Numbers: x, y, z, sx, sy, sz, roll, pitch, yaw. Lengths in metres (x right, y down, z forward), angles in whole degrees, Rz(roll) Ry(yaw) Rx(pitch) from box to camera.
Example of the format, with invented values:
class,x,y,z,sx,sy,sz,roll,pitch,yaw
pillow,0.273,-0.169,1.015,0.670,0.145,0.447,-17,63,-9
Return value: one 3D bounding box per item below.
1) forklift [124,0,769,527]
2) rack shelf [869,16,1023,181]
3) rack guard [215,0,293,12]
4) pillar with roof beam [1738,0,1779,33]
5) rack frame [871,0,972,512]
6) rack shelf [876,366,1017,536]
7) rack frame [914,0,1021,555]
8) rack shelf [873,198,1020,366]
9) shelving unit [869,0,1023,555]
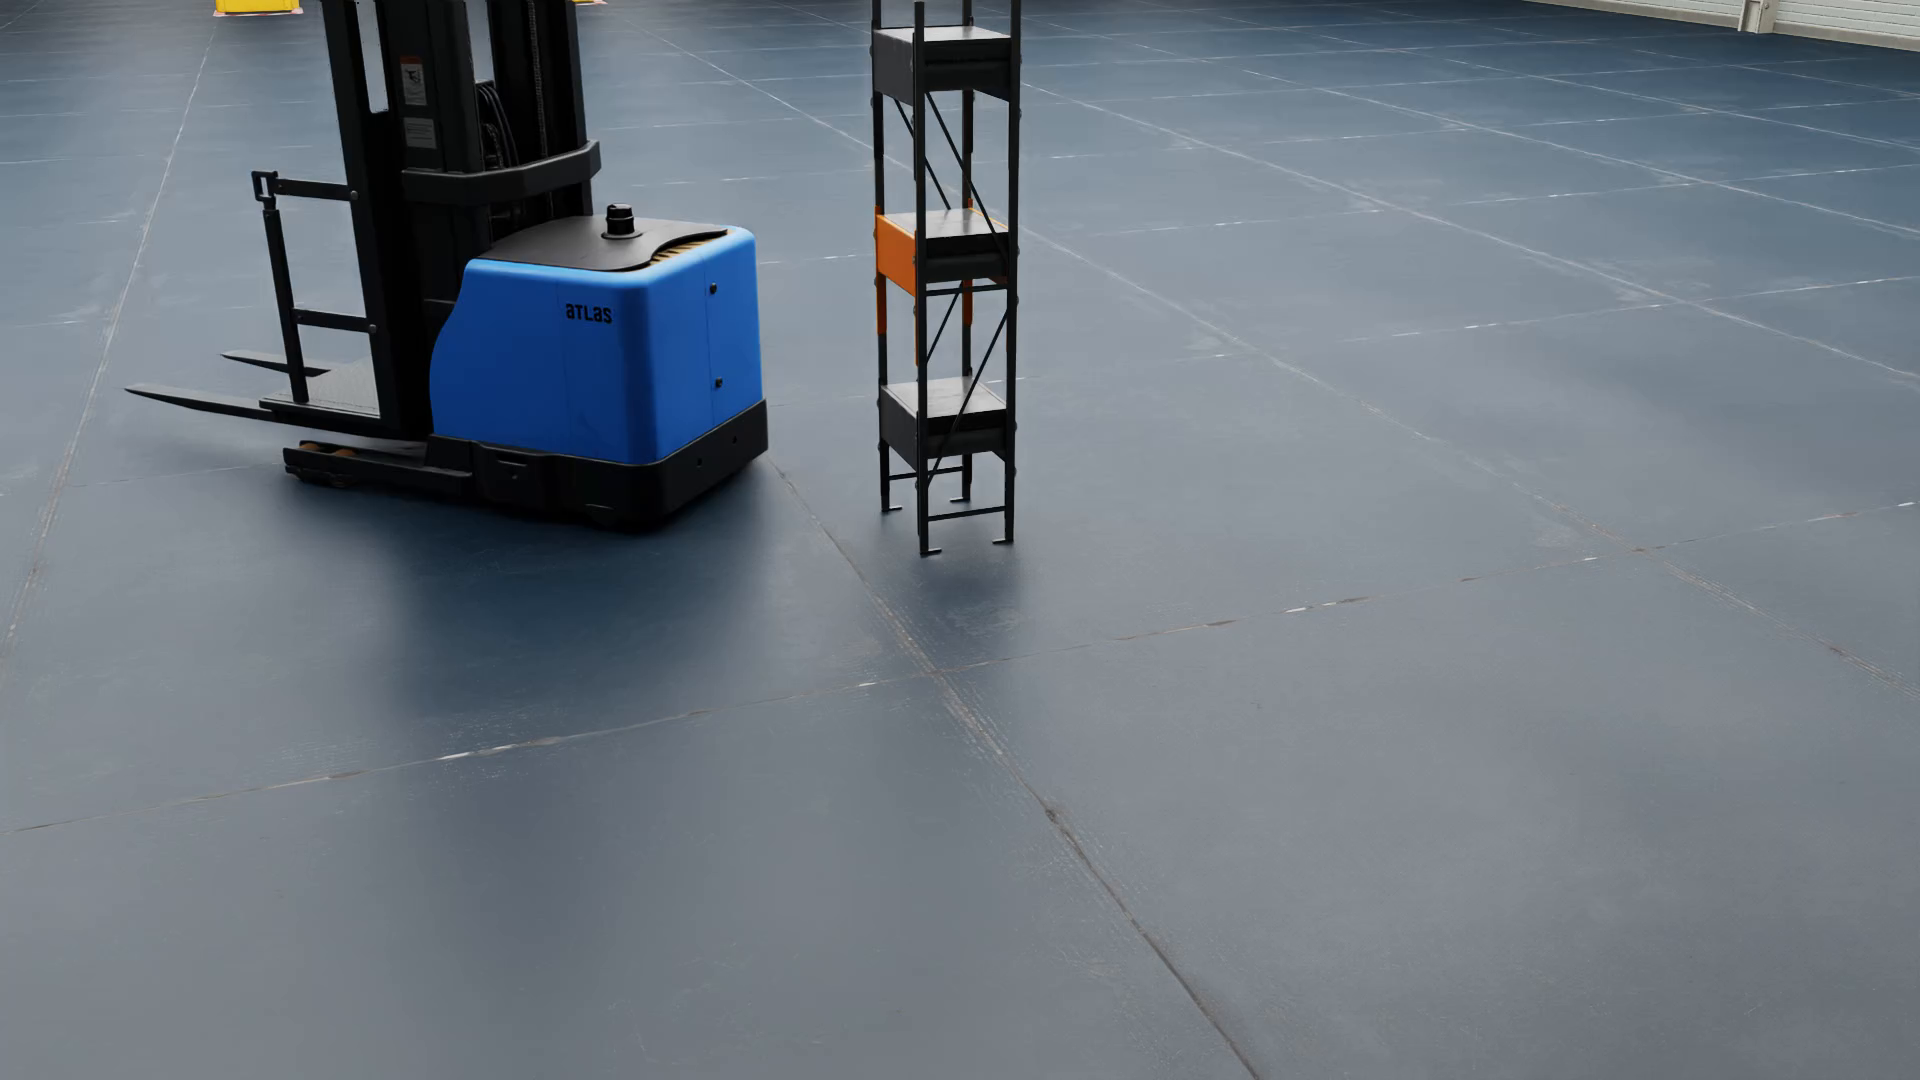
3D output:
class,x,y,z,sx,sy,sz,roll,pitch,yaw
forklift,-2.438,-1.760,7.151,3.031,2.935,1.130,9,25,21
rack shelf,-0.058,-1.660,6.218,0.431,0.518,0.480,-8,24,-19
rack guard,-11.699,-9.025,27.520,1.175,0.500,0.348,-8,24,-19
pillar with roof beam,7.728,-11.068,21.424,9.100,9.000,0.400,-8,24,-19
rack frame,-0.145,-1.116,6.695,0.400,2.100,0.015,-8,24,-19
rack shelf,-0.058,-0.370,6.762,0.431,0.518,0.480,-8,24,-19
rack frame,0.028,-0.939,6.275,0.400,2.100,0.015,-8,24,-19
rack shelf,-0.058,-1.015,6.490,0.431,0.518,0.480,-8,24,-19
shelving unit,-0.058,-1.028,6.485,0.431,2.100,0.503,-8,24,-19
